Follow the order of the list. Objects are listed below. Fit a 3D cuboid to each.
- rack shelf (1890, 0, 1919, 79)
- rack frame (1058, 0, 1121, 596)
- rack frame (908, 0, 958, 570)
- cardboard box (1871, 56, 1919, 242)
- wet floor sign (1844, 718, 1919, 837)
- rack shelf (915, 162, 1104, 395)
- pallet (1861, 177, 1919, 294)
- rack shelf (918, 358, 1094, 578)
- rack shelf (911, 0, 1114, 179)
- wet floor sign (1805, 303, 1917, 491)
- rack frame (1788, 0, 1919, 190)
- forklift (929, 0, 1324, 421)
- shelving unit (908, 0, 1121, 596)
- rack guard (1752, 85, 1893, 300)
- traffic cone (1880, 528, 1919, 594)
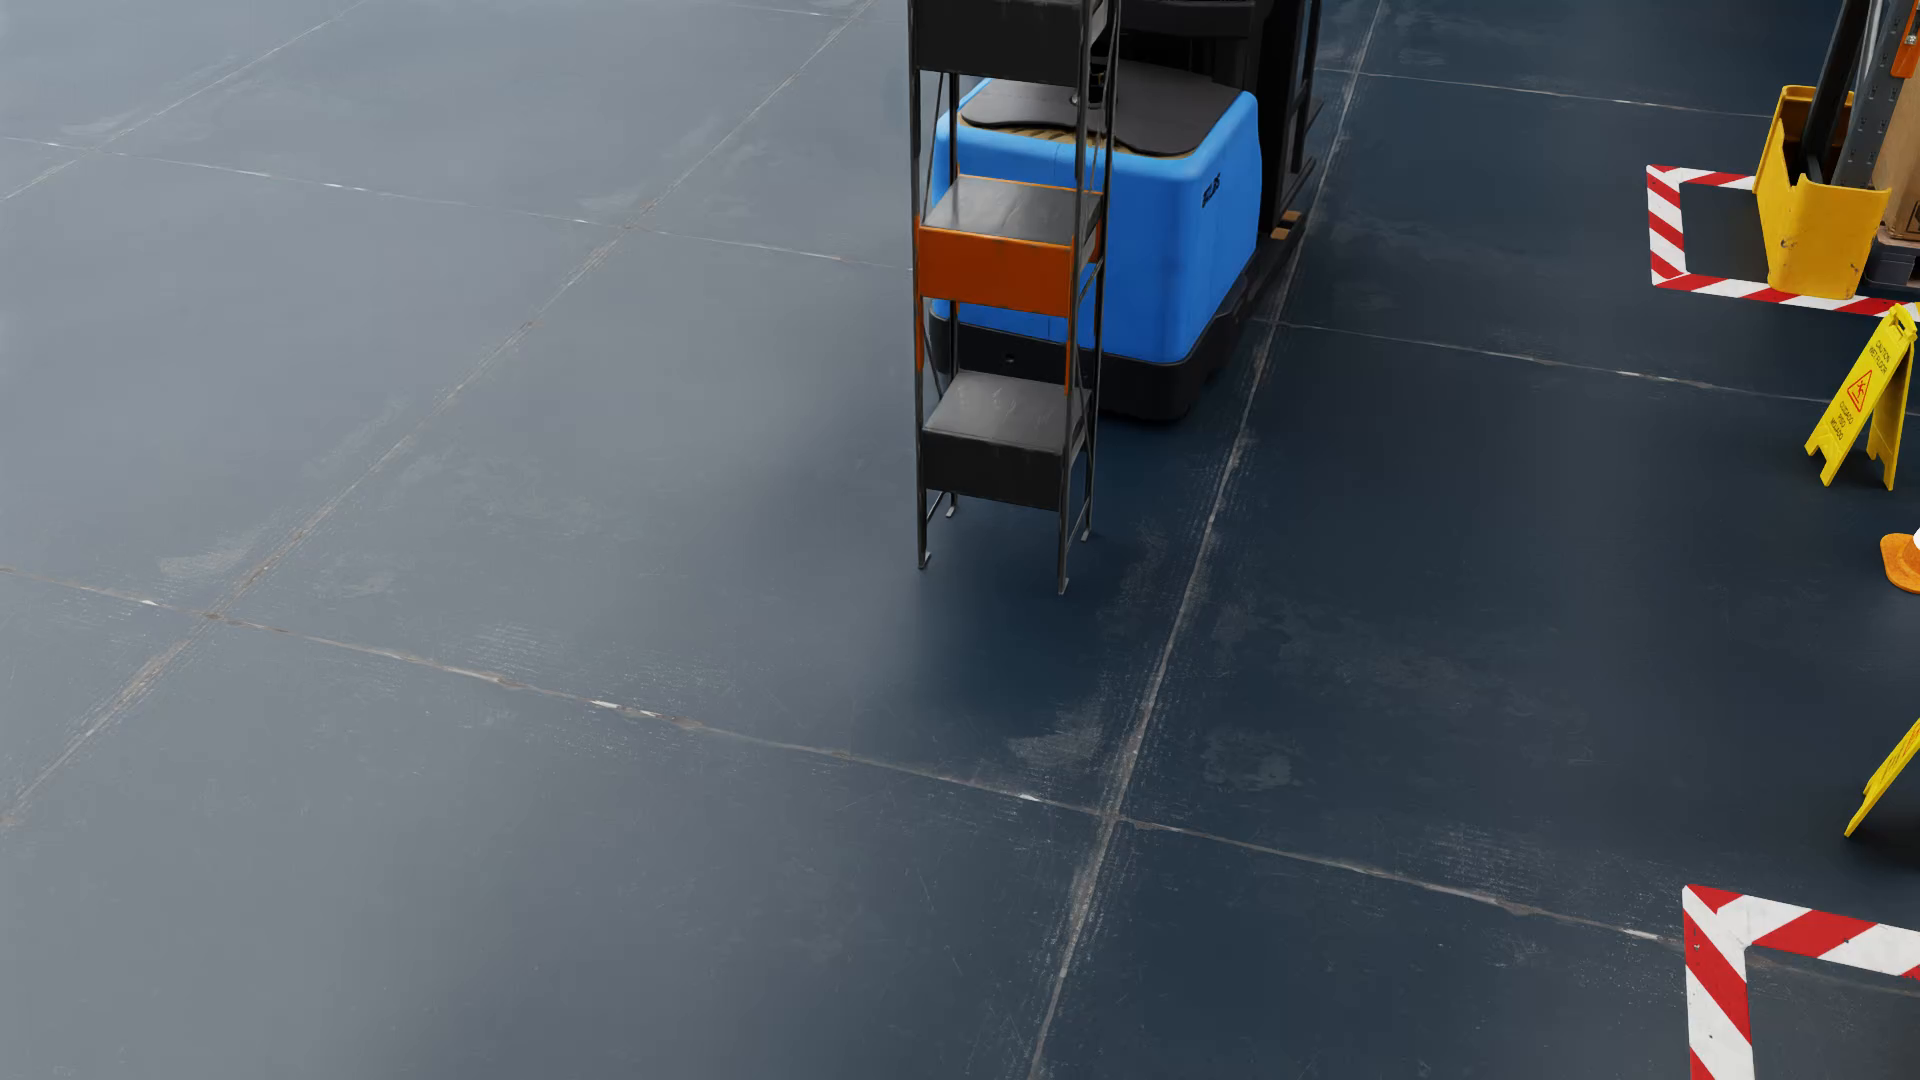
[{"bbox_3d":[5.786,-1.942,6.465,4.000,0.370,1.077,10,38,14],"label":"rack shelf"},{"bbox_3d":[0.391,-0.773,5.029,0.015,2.100,0.400,10,38,14],"label":"rack frame"},{"bbox_3d":[-0.075,-0.860,5.146,0.015,2.100,0.400,10,38,14],"label":"rack frame"},{"bbox_3d":[4.544,-1.816,7.125,0.875,0.875,0.875,11,38,14],"label":"cardboard box"},{"bbox_3d":[2.635,0.542,4.469,0.232,0.644,0.267,24,43,29],"label":"wet floor sign"},{"bbox_3d":[0.158,-0.805,5.096,0.480,0.518,0.431,10,38,14],"label":"rack shelf"},{"bbox_3d":[4.663,-1.365,7.427,1.213,0.211,1.003,10,38,14],"label":"pallet"},{"bbox_3d":[0.158,-0.242,5.511,0.480,0.518,0.431,10,38,14],"label":"rack shelf"},{"bbox_3d":[0.158,-1.369,4.681,0.480,0.518,0.431,10,38,14],"label":"rack shelf"},{"bbox_3d":[3.259,-0.522,5.915,0.232,0.644,0.267,4,37,6],"label":"wet floor sign"},{"bbox_3d":[3.877,-2.585,6.732,0.127,3.000,1.000,10,38,14],"label":"rack frame"},{"bbox_3d":[0.928,-2.496,6.668,1.130,2.935,3.031,14,39,19],"label":"forklift"},{"bbox_3d":[0.158,-0.816,5.088,0.503,2.100,0.431,10,38,14],"label":"shelving unit"},{"bbox_3d":[3.854,-1.583,7.479,0.348,0.500,1.175,10,38,14],"label":"rack guard"},{"bbox_3d":[3.299,-0.087,5.478,0.334,0.463,0.336,10,38,14],"label":"traffic cone"}]
